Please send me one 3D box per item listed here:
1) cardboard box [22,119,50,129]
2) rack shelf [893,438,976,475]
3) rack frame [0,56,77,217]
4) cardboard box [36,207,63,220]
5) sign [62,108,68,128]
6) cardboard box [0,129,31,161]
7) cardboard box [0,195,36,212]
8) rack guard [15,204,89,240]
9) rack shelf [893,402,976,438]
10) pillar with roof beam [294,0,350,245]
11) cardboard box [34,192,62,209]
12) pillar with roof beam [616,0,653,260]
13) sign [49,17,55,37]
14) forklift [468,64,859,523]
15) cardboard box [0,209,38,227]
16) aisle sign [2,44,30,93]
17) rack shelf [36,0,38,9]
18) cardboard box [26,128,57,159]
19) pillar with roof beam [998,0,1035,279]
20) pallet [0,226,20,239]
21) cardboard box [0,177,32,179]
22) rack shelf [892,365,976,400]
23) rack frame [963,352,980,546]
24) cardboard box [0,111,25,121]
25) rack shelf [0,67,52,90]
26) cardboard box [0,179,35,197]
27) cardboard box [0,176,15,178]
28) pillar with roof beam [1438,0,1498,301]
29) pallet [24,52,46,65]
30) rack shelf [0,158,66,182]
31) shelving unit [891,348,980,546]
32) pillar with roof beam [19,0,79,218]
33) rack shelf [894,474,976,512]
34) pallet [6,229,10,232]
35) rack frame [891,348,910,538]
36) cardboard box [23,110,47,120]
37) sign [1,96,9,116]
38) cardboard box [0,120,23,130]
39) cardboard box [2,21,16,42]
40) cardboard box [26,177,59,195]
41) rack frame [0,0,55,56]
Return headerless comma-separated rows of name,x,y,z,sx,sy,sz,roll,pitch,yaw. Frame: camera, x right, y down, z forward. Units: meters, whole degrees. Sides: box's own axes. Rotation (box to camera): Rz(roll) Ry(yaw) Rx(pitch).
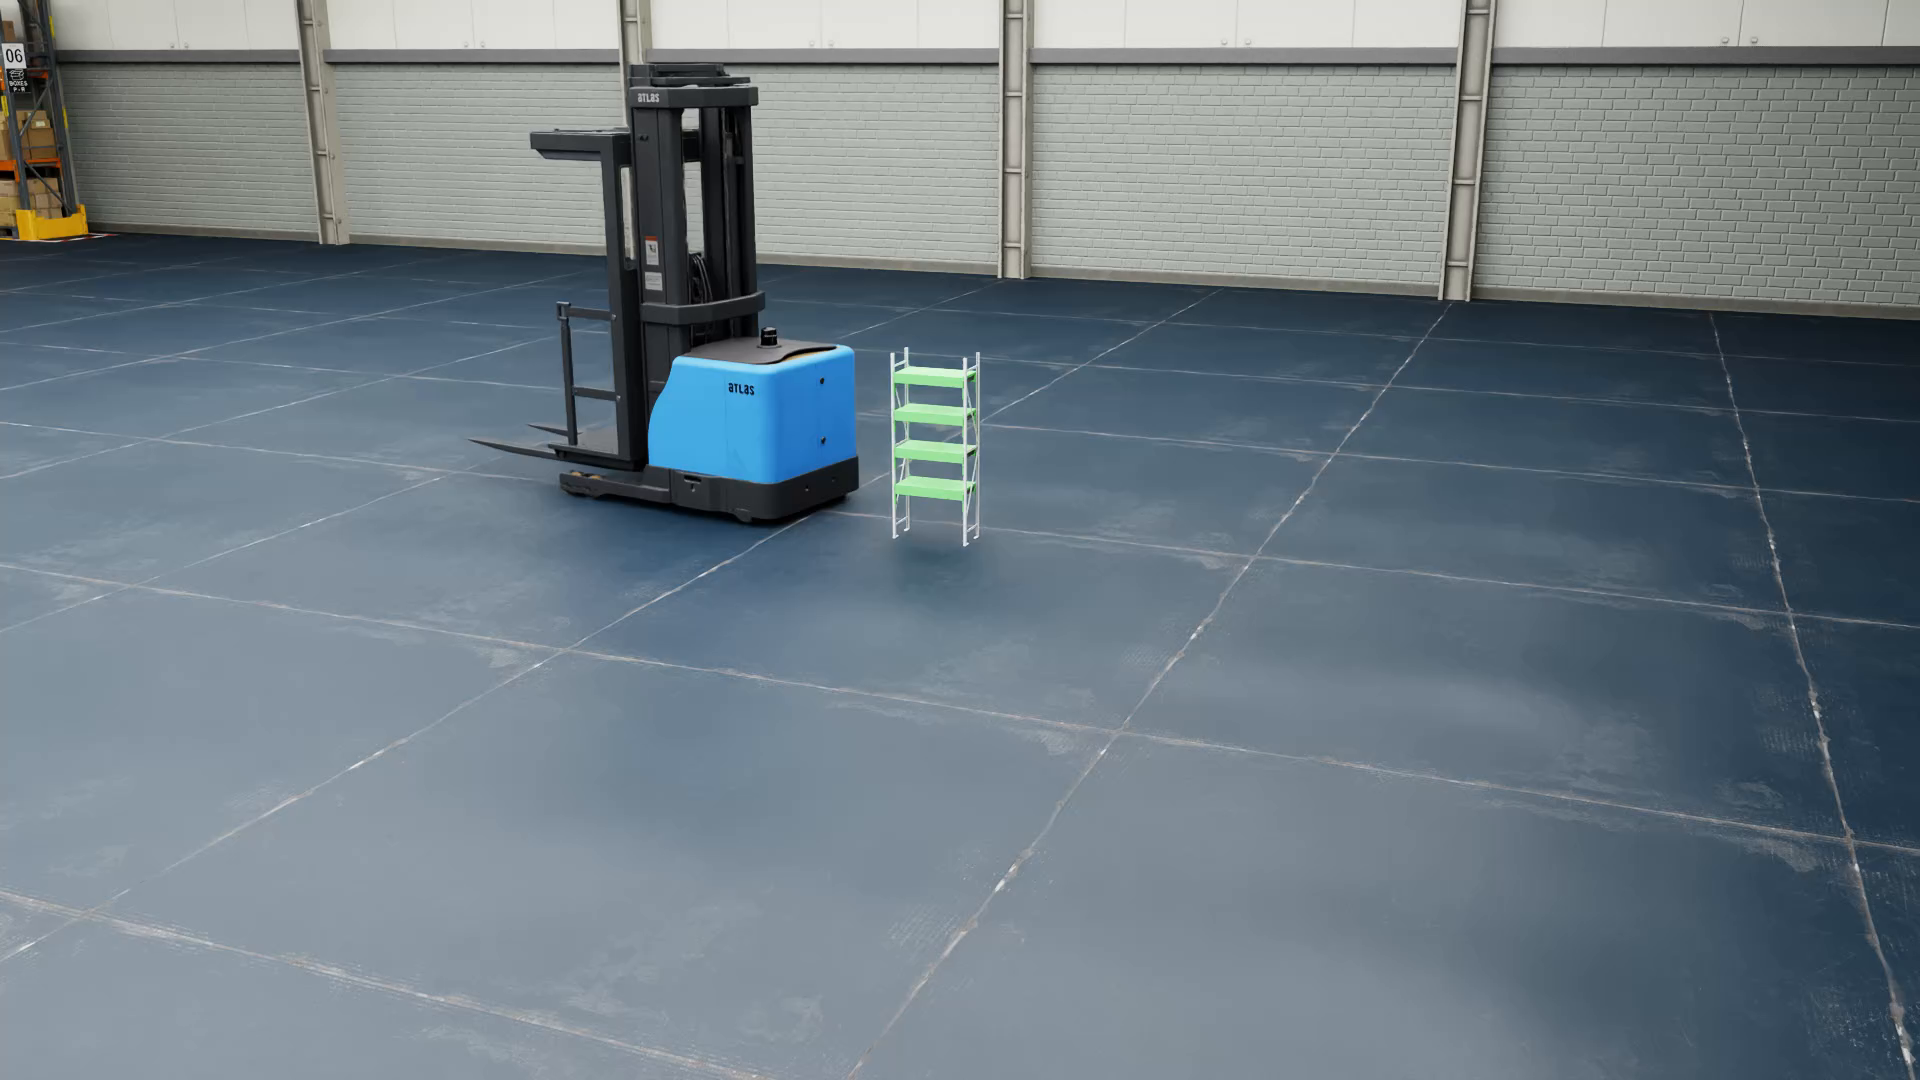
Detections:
cardboard box,-15.880,-7.144,28.559,0.250,0.149,0.380,6,17,19
rack shelf,-0.154,-0.532,10.583,0.480,0.148,0.258,6,17,21
rack frame,-15.660,-6.683,28.312,0.127,3.000,1.000,6,17,21
cardboard box,-16.045,-5.665,28.985,0.500,0.250,0.500,6,17,21
sign,-15.450,-7.280,28.674,0.005,0.325,0.100,6,17,21
cardboard box,-16.214,-6.713,28.237,0.500,0.500,0.500,6,17,19
cardboard box,-16.227,-5.773,28.459,0.500,0.250,0.500,6,17,20
rack guard,-15.637,-5.480,28.652,0.348,0.500,1.175,6,17,21
rack shelf,-0.154,-0.762,10.516,0.480,0.148,0.258,6,17,21
pillar with roof beam,-11.975,-8.138,22.566,0.400,9.000,9.100,6,17,21
cardboard box,-16.021,-5.906,28.918,0.500,0.250,0.500,7,17,22
pillar with roof beam,-6.393,-7.524,20.452,0.400,9.000,9.100,6,17,21
sign,-15.450,-8.724,28.255,0.005,0.325,0.100,6,17,21
forklift,-2.233,-1.808,11.645,3.031,2.935,1.130,10,19,30
cardboard box,-16.213,-5.530,28.520,0.500,0.250,0.500,6,17,21
aisle sign,-15.706,-7.848,27.664,0.004,0.787,0.394,6,17,21
rack shelf,-17.520,-9.231,28.336,4.000,0.370,1.077,6,17,21
cardboard box,-16.019,-6.853,28.721,0.500,0.500,0.500,7,18,22
pillar with roof beam,-0.812,-6.911,18.338,0.400,9.000,9.100,6,17,21
pallet,-16.386,-5.411,28.933,1.213,0.211,1.003,6,17,21
cardboard box,-16.503,-6.192,29.009,0.500,0.250,0.500,6,17,21
rack shelf,-0.154,-0.993,10.449,0.480,0.148,0.258,6,17,21
rack frame,0.073,-0.568,10.479,0.015,1.200,0.240,6,17,21
cardboard box,-16.070,-7.167,28.104,0.250,0.149,0.380,6,17,21
rack shelf,-17.520,-7.982,28.699,4.000,0.370,1.077,6,17,21
cardboard box,-16.202,-6.010,28.381,0.500,0.250,0.500,7,18,22
cardboard box,-16.965,-6.246,29.195,0.500,0.250,0.500,6,17,20
pillar with roof beam,4.770,-6.297,16.223,0.400,9.000,9.100,6,17,21
pallet,-16.308,-8.160,28.178,1.213,0.211,1.003,6,17,21
rack shelf,-17.520,-6.542,29.117,4.000,0.370,1.077,6,17,21
shelving unit,-0.154,-0.593,10.565,0.503,1.200,0.258,6,17,21
pillar with roof beam,-17.556,-8.752,24.680,0.400,9.000,9.100,6,17,21
rack shelf,-0.154,-0.301,10.649,0.480,0.148,0.258,6,17,21
pallet,-17.517,-5.536,29.364,1.213,0.211,1.003,6,17,21
rack frame,-0.381,-0.618,10.651,0.015,1.200,0.240,6,17,21
cardboard box,-15.894,-7.275,28.475,0.250,0.149,0.380,6,17,20
sign,-15.872,-7.213,27.638,0.005,0.325,0.100,6,17,21
cardboard box,-16.085,-7.005,28.080,0.250,0.149,0.380,7,17,21
cardboard box,-16.161,-8.403,27.746,0.500,0.500,0.500,7,18,22
cardboard box,-16.037,-6.142,28.836,0.500,0.250,0.500,6,17,20
rack frame,-15.660,-9.564,27.476,0.127,3.000,1.000,6,17,21
